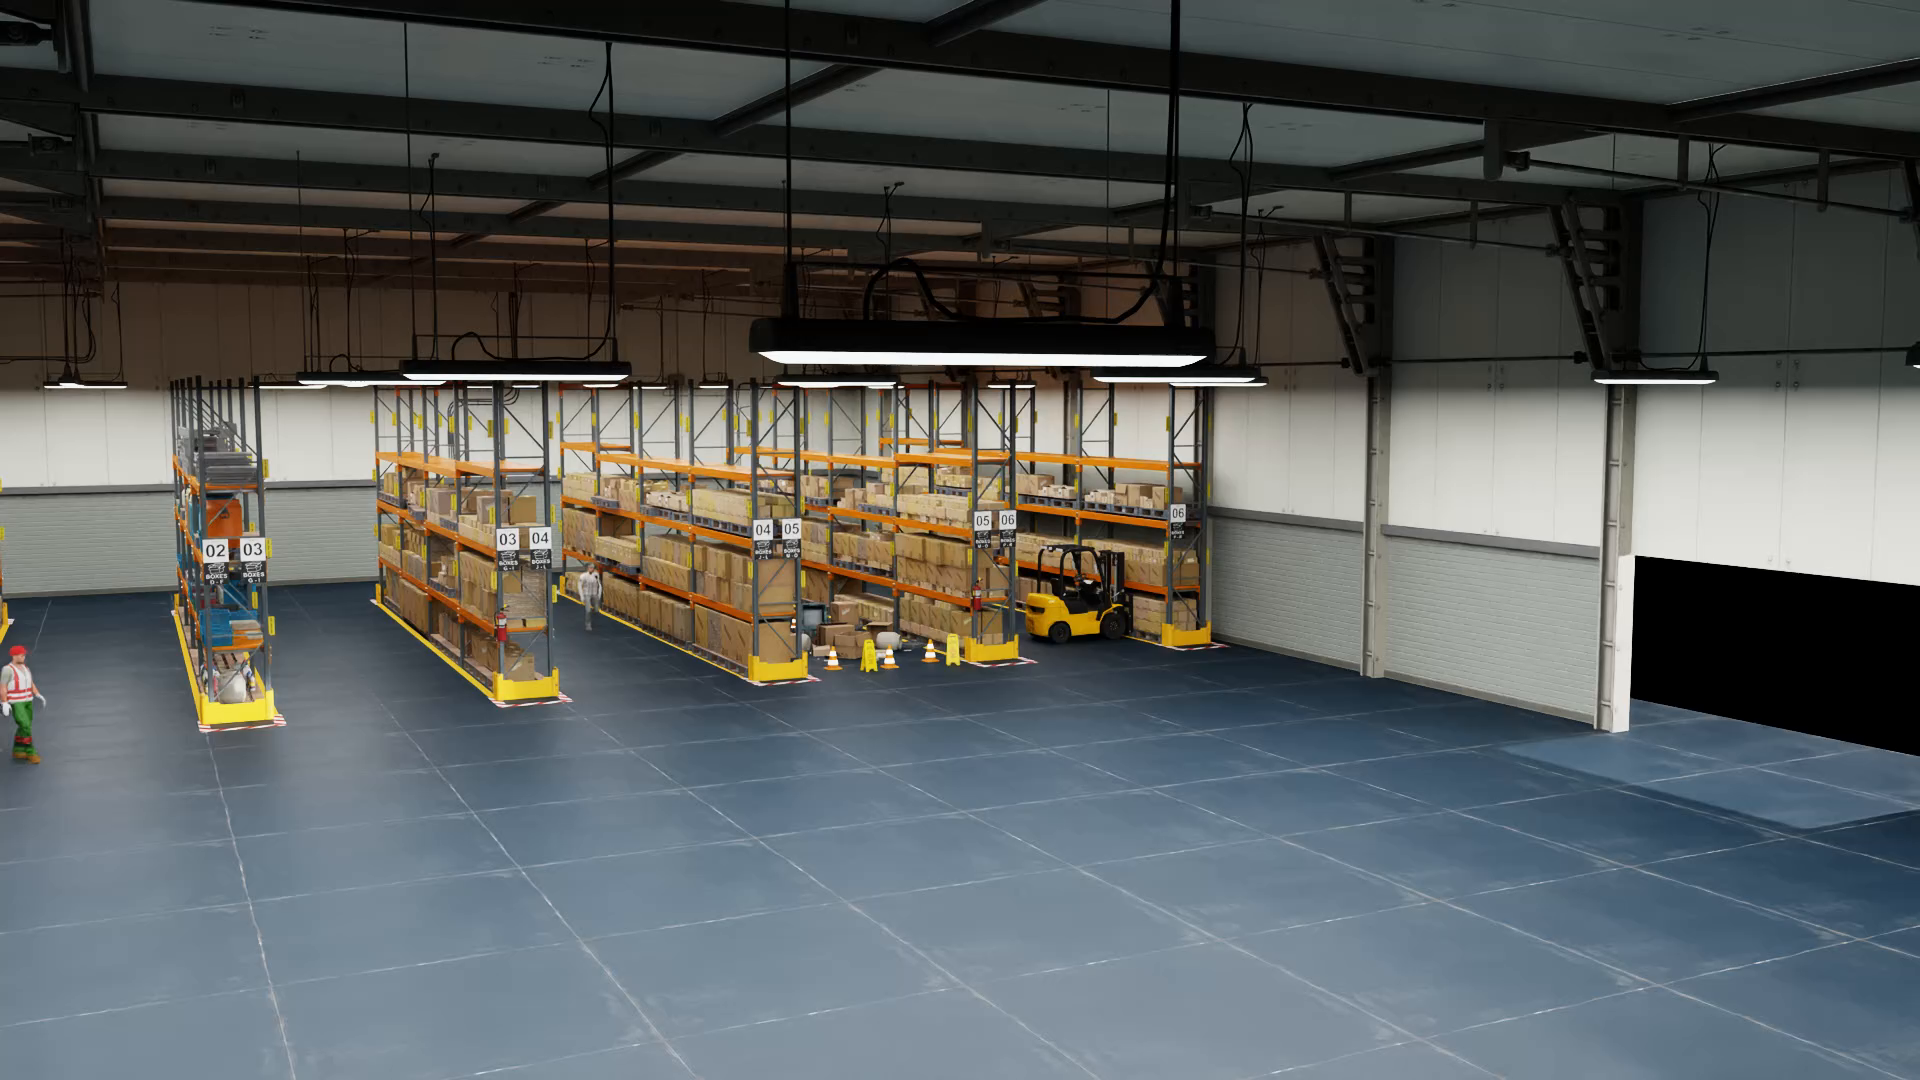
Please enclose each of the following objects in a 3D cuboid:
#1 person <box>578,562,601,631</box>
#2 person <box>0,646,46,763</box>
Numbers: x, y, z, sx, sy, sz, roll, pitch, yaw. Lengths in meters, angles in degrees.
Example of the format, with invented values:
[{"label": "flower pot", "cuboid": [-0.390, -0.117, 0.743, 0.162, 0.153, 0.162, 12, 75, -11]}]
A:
[{"label": "person", "cuboid": [-8.961, 1.342, 40.159, 0.583, 1.655, 0.529, -4, 6, -35]}, {"label": "person", "cuboid": [-14.511, 2.543, 25.861, 0.753, 1.792, 0.570, 1, 5, 13]}]
